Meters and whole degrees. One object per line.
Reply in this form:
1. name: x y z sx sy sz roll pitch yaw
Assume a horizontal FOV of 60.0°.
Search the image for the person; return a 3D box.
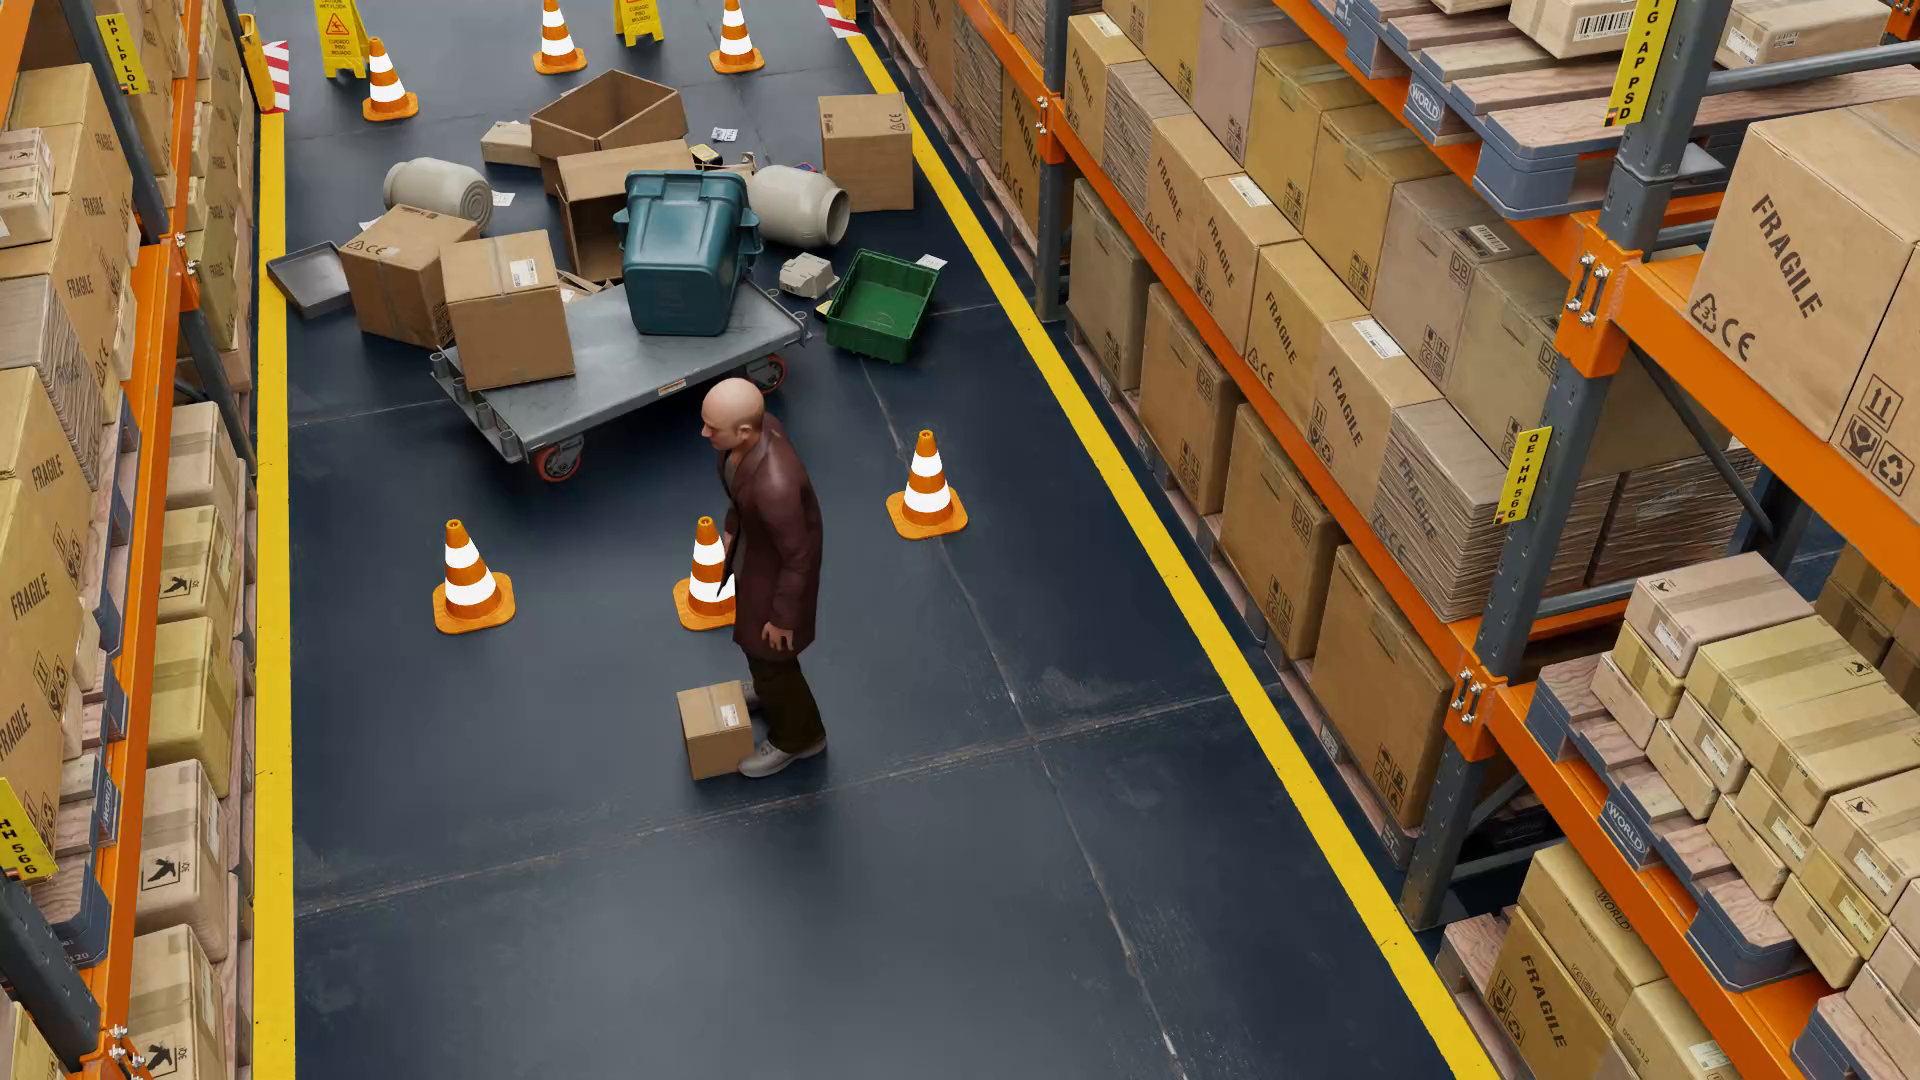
1. person: -0.708 0.127 6.029 0.427 1.773 0.651 -14 44 -15
